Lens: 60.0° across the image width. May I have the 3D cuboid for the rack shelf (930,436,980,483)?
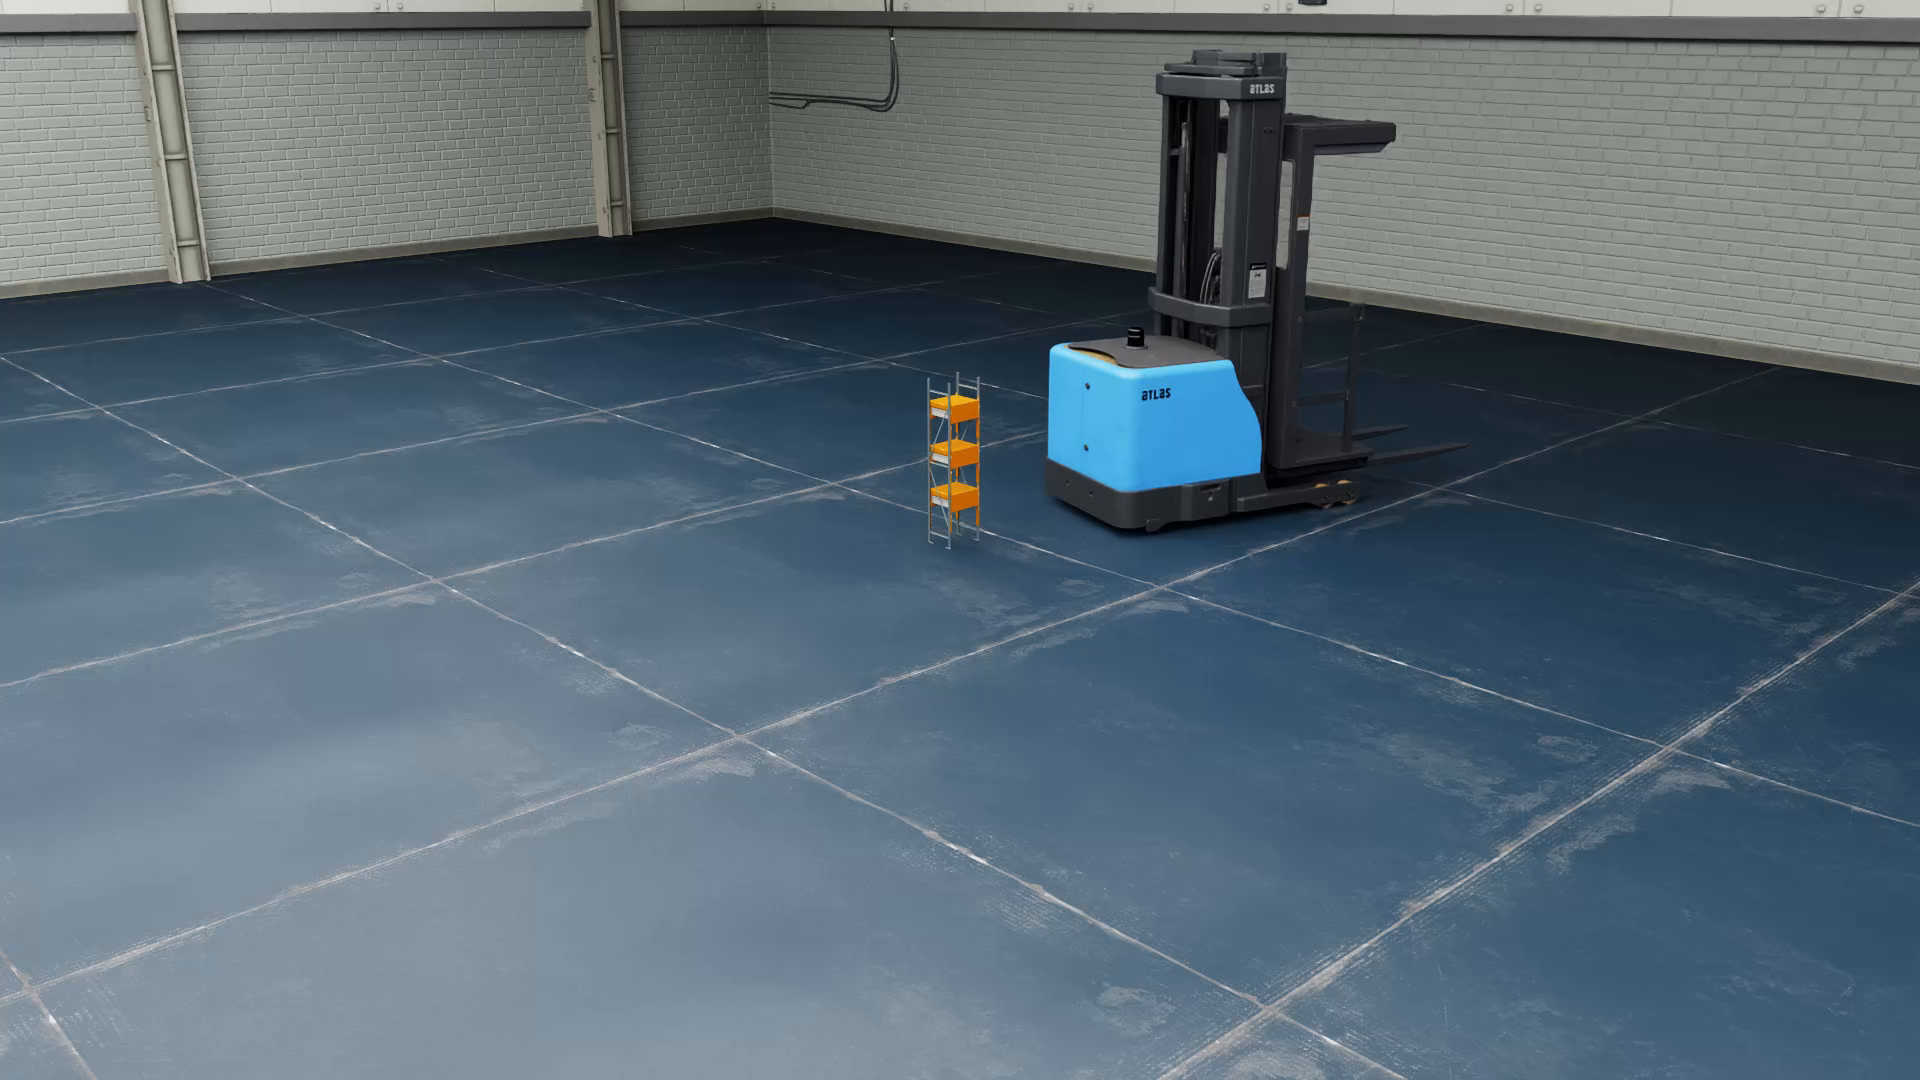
[{"bbox_3d":[-0.039,-0.478,10.291,0.240,0.259,0.215,-16,24,-41],"label":"rack shelf"}]

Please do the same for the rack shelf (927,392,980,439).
[{"bbox_3d":[-0.039,-0.748,10.204,0.240,0.259,0.215,-16,24,-41],"label":"rack shelf"}]

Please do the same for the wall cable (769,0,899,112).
[{"bbox_3d":[-1.956,-7.562,24.252,0.112,2.526,3.097,-16,24,-41],"label":"wall cable"}]

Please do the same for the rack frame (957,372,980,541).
[{"bbox_3d":[0.050,-0.514,10.368,0.008,1.050,0.200,-16,24,-41],"label":"rack frame"}]

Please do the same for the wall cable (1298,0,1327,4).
[{"bbox_3d":[4.555,-8.526,16.677,0.169,6.003,2.305,-16,24,-41],"label":"wall cable"}]

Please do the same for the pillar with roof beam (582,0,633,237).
[{"bbox_3d":[-2.048,-7.746,19.786,0.400,9.000,9.100,-16,24,-41],"label":"pillar with roof beam"}]

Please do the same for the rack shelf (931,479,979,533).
[{"bbox_3d":[-0.039,-0.214,10.377,0.240,0.259,0.215,-16,24,-41],"label":"rack shelf"}]

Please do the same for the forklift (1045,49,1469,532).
[{"bbox_3d":[2.128,-1.740,11.099,3.031,2.935,1.130,-9,20,-26],"label":"forklift"}]

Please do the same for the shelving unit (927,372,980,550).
[{"bbox_3d":[-0.039,-0.488,10.288,0.252,1.050,0.215,-16,24,-41],"label":"shelving unit"}]

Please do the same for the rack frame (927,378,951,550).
[{"bbox_3d":[-0.128,-0.462,10.208,0.008,1.050,0.200,-16,24,-41],"label":"rack frame"}]

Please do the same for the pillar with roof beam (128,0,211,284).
[{"bbox_3d":[-6.407,-6.475,15.865,0.400,9.000,9.100,-16,24,-41],"label":"pillar with roof beam"}]
